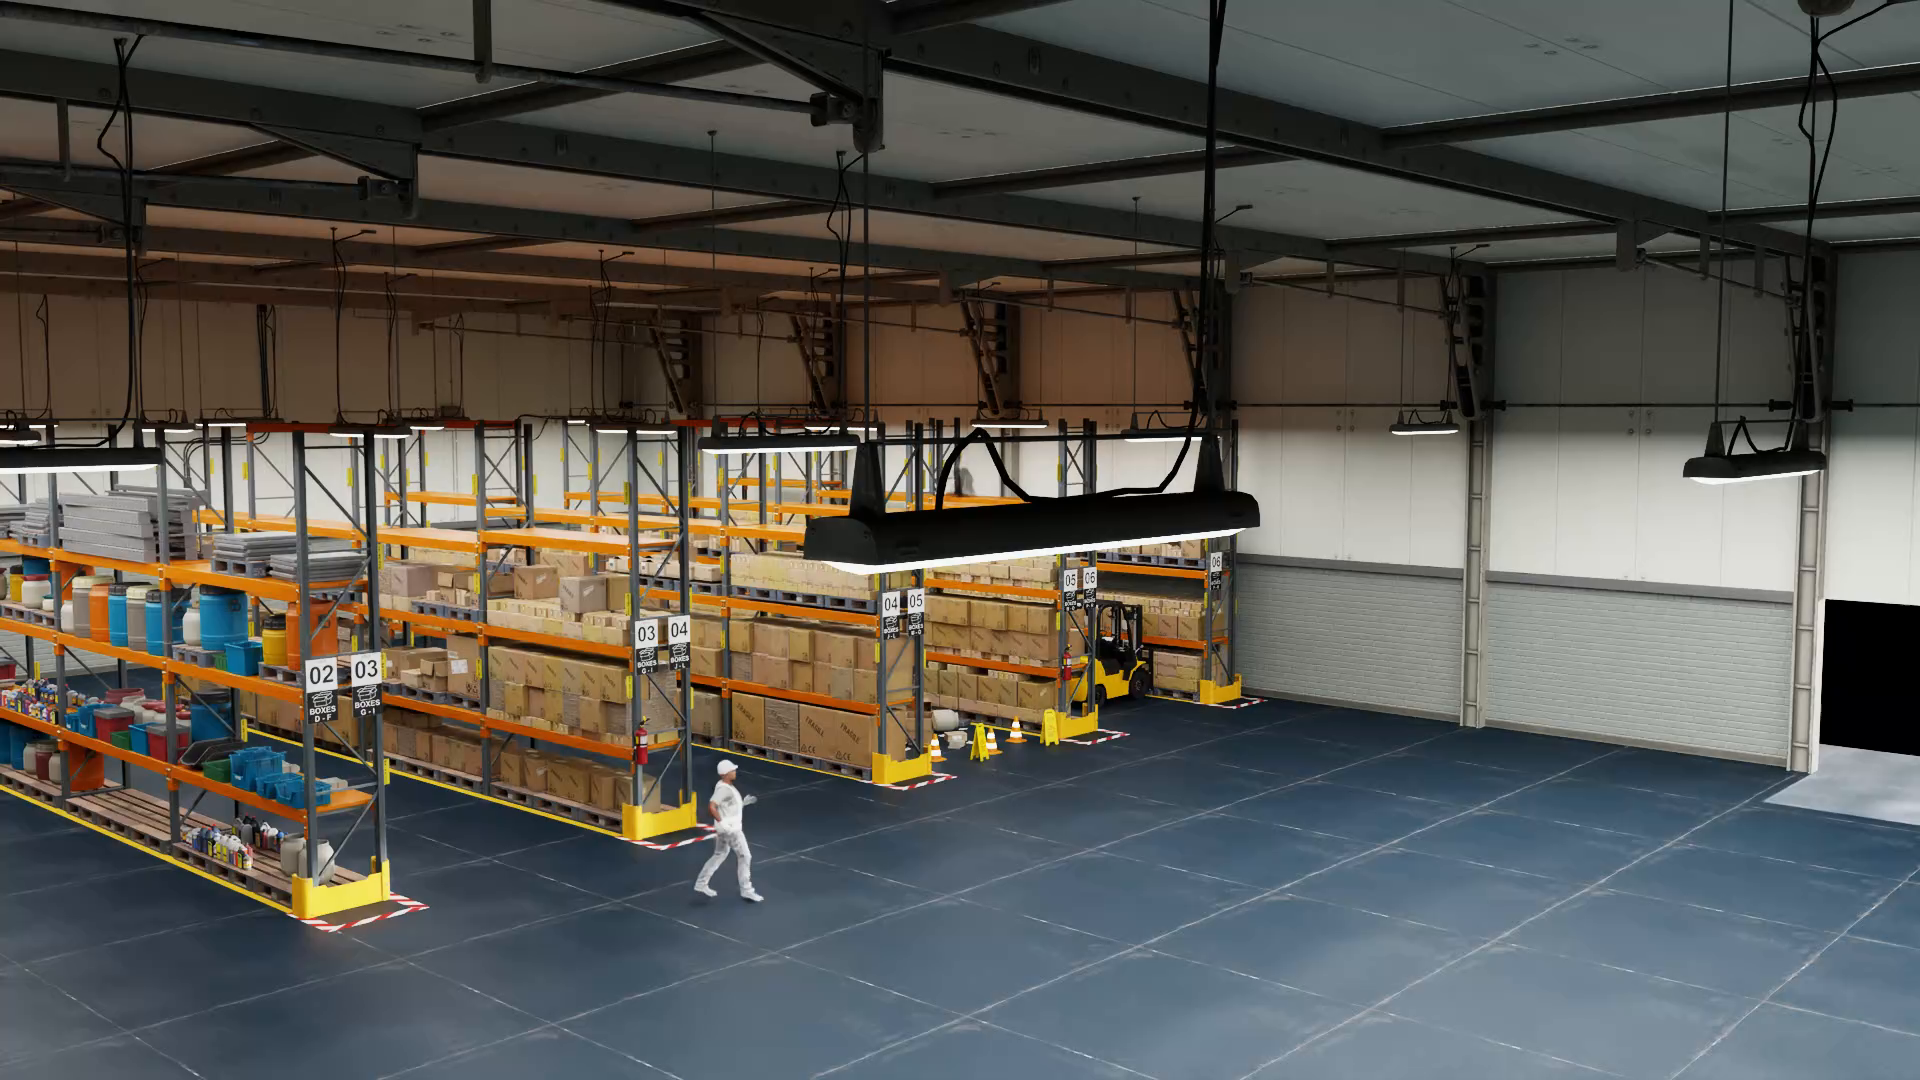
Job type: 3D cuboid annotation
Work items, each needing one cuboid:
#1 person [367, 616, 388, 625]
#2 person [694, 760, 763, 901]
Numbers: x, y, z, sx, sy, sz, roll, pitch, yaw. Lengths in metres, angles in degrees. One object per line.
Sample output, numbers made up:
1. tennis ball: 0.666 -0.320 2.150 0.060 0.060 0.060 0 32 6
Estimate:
1. person: -13.819 2.325 39.374 0.566 1.620 0.787 2 5 23
2. person: -2.949 3.696 21.117 0.863 1.821 0.673 -2 5 -18
